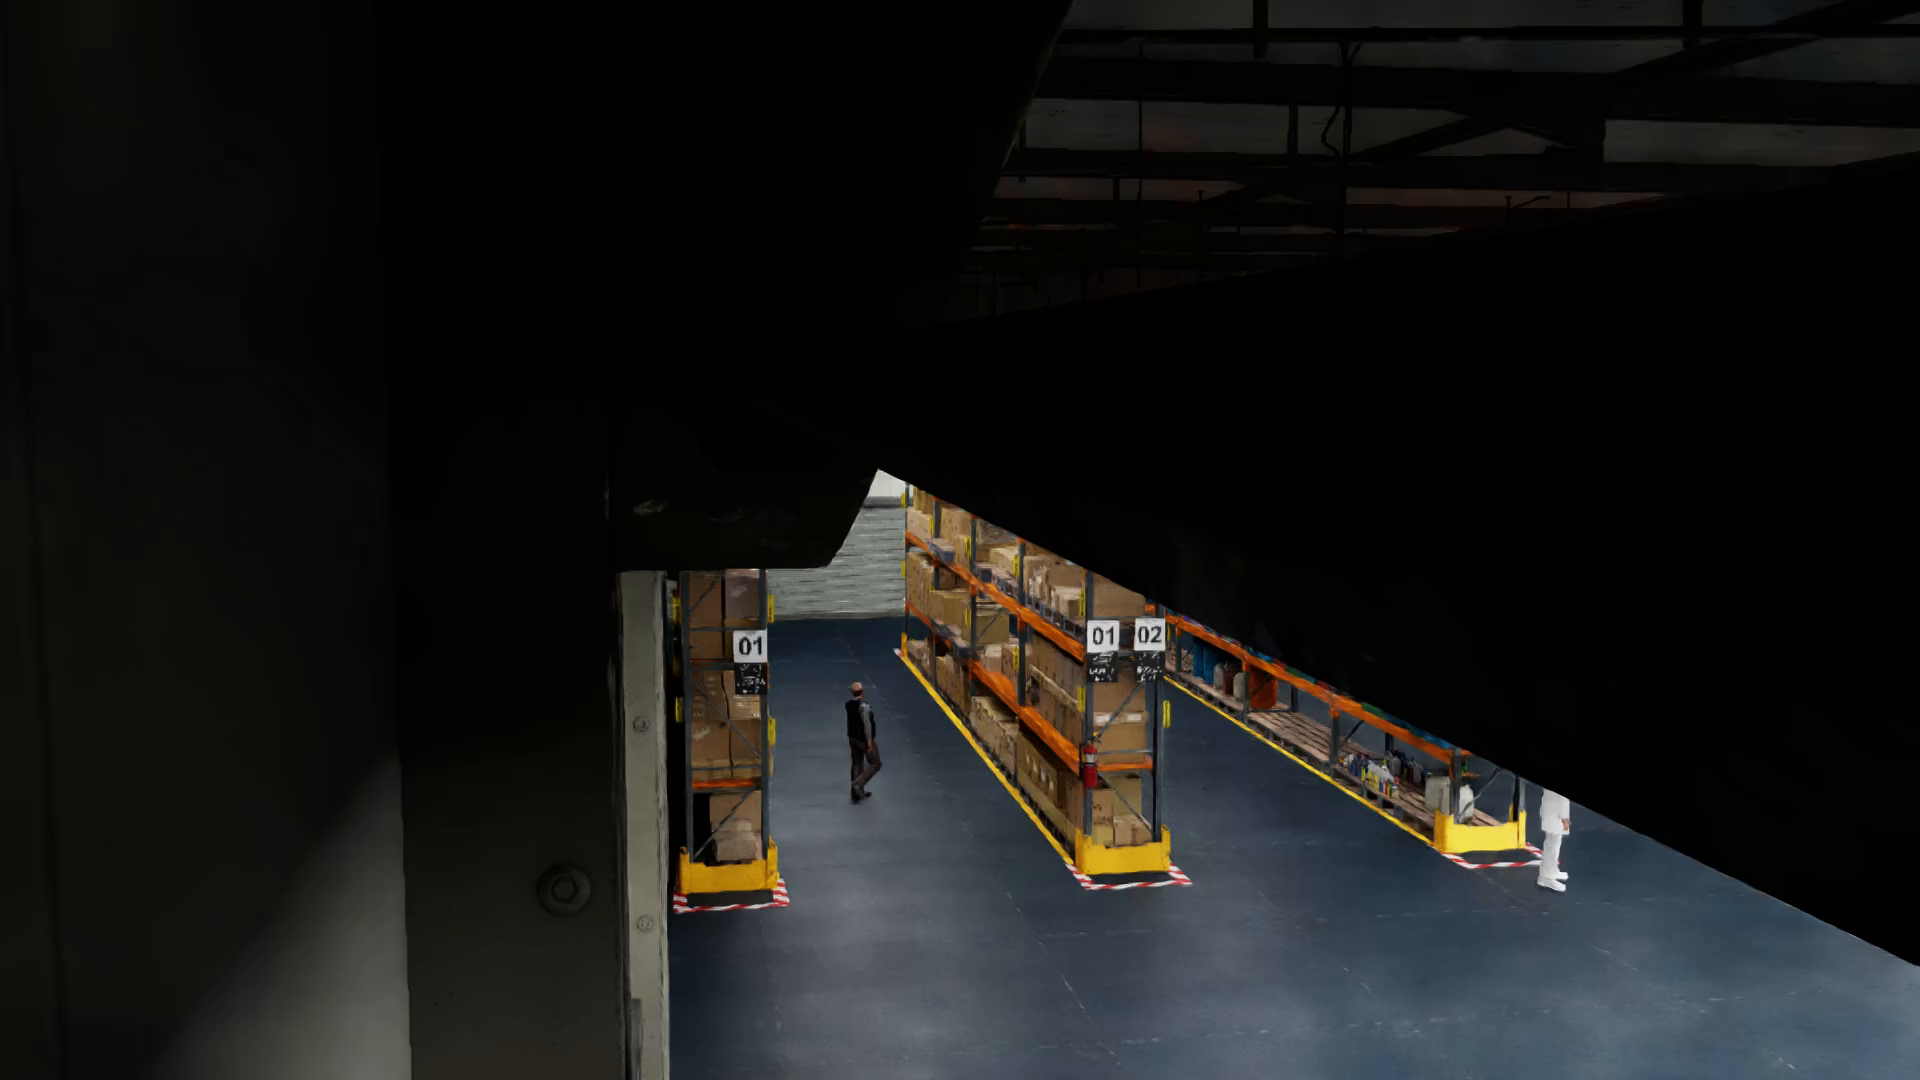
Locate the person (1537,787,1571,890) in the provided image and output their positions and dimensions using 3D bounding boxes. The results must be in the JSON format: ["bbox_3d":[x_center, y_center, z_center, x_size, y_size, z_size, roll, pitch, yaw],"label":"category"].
[{"bbox_3d":[7.291,3.322,20.312,0.451,1.787,0.671,0,6,5],"label":"person"}]

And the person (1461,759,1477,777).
[{"bbox_3d":[7.803,2.744,25.823,0.466,1.794,0.629,-4,7,-34],"label":"person"}]

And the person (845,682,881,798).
[{"bbox_3d":[-1.466,2.943,24.437,0.444,1.719,0.569,-5,7,-37],"label":"person"}]
